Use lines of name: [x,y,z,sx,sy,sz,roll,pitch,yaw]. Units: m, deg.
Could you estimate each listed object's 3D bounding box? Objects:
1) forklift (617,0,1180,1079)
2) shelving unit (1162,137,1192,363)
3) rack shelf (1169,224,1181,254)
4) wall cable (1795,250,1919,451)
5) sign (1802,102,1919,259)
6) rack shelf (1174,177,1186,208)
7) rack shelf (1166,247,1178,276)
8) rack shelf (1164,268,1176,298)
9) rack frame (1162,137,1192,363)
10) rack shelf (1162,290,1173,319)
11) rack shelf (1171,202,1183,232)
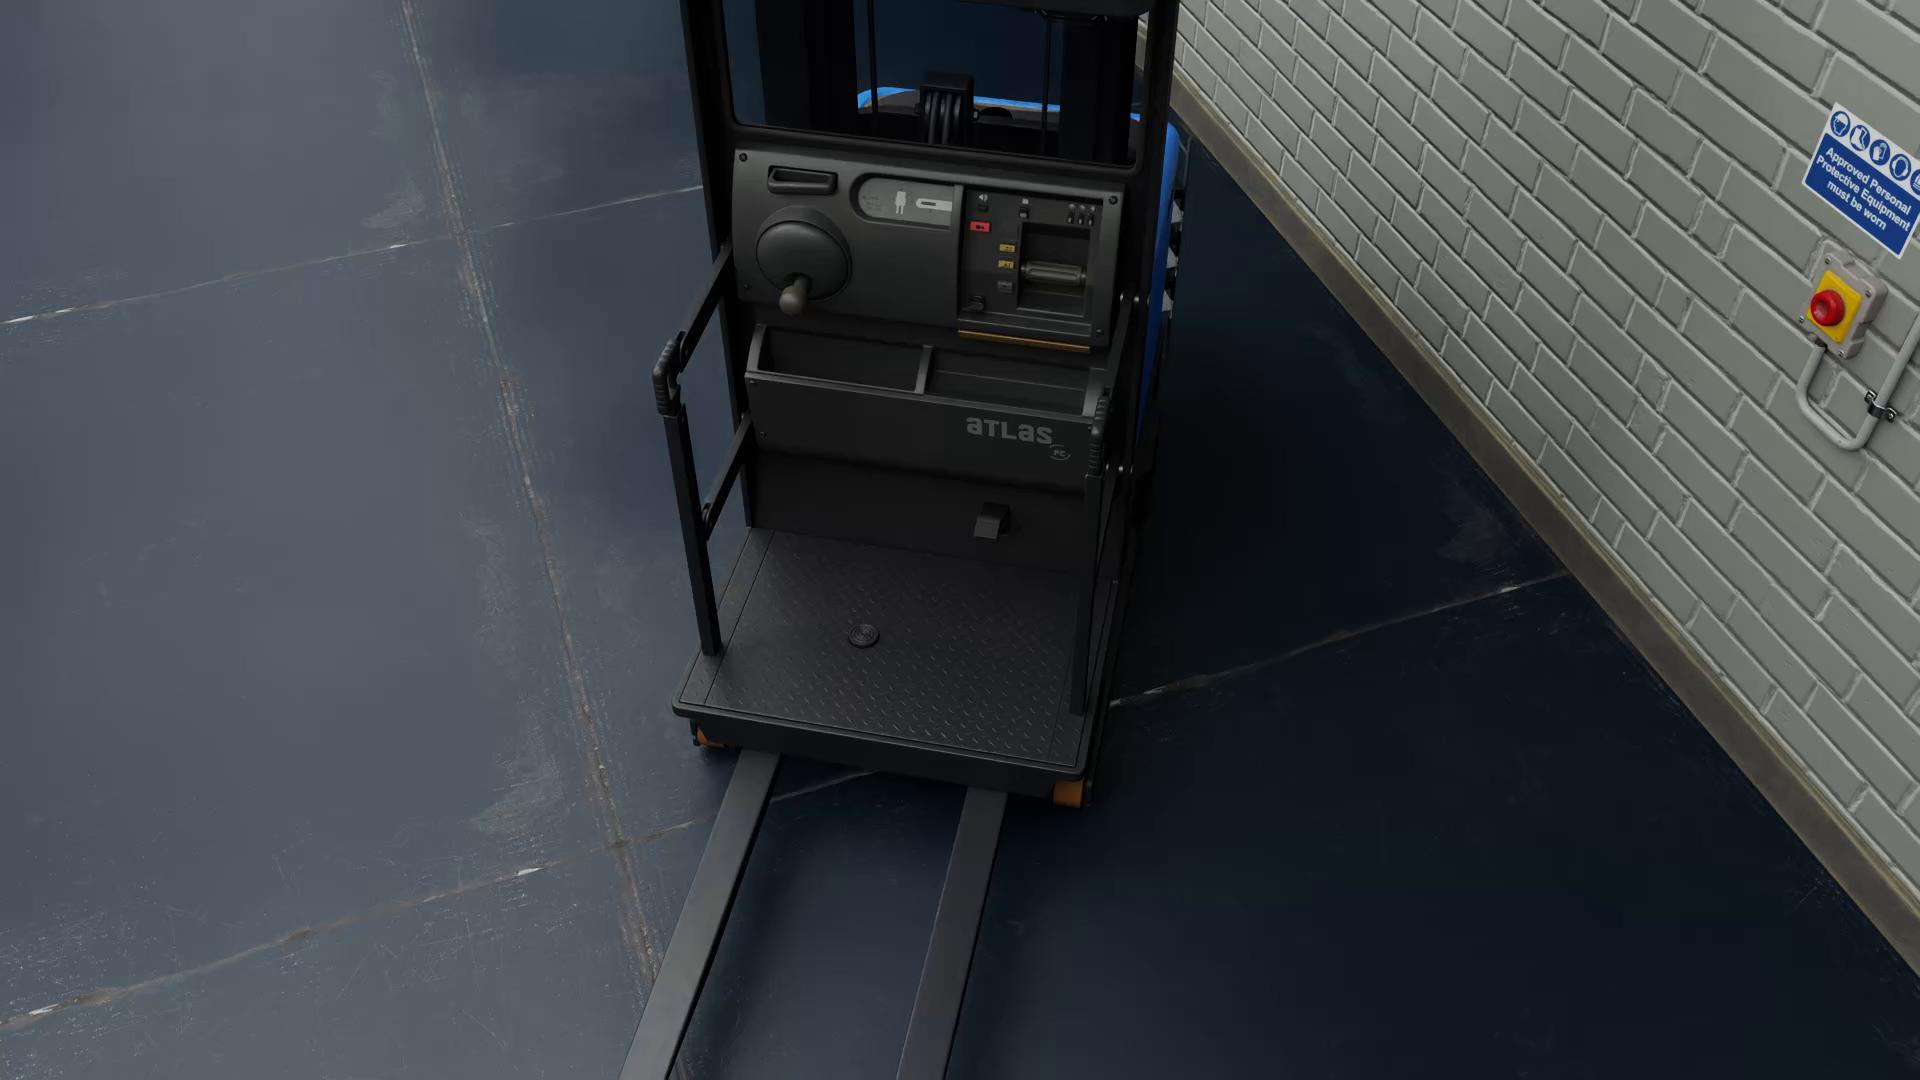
forklift: [-0.127,-0.603,3.781,1.130,2.935,3.031,8,46,8]
shelving unit: [0.599,-1.005,5.616,0.210,0.900,0.258,-11,46,-11]
rack shelf: [0.599,-1.045,5.576,0.200,0.077,0.258,-11,46,-11]
wall cable: [2.006,-1.039,3.429,0.123,1.953,0.585,-14,47,-14]
sign: [2.047,-0.812,3.751,0.001,0.218,0.327,-14,47,-14]
rack shelf: [0.599,-1.172,5.449,0.200,0.077,0.258,-11,46,-11]
rack shelf: [0.599,-0.981,5.640,0.200,0.077,0.258,-11,46,-11]
rack shelf: [0.599,-0.918,5.704,0.200,0.077,0.258,-11,46,-11]
rack frame: [0.698,-1.024,5.635,0.006,0.900,0.240,-11,46,-11]
rack shelf: [0.599,-0.854,5.767,0.200,0.077,0.258,-11,46,-11]
rack shelf: [0.599,-1.108,5.512,0.200,0.077,0.258,-11,46,-11]
